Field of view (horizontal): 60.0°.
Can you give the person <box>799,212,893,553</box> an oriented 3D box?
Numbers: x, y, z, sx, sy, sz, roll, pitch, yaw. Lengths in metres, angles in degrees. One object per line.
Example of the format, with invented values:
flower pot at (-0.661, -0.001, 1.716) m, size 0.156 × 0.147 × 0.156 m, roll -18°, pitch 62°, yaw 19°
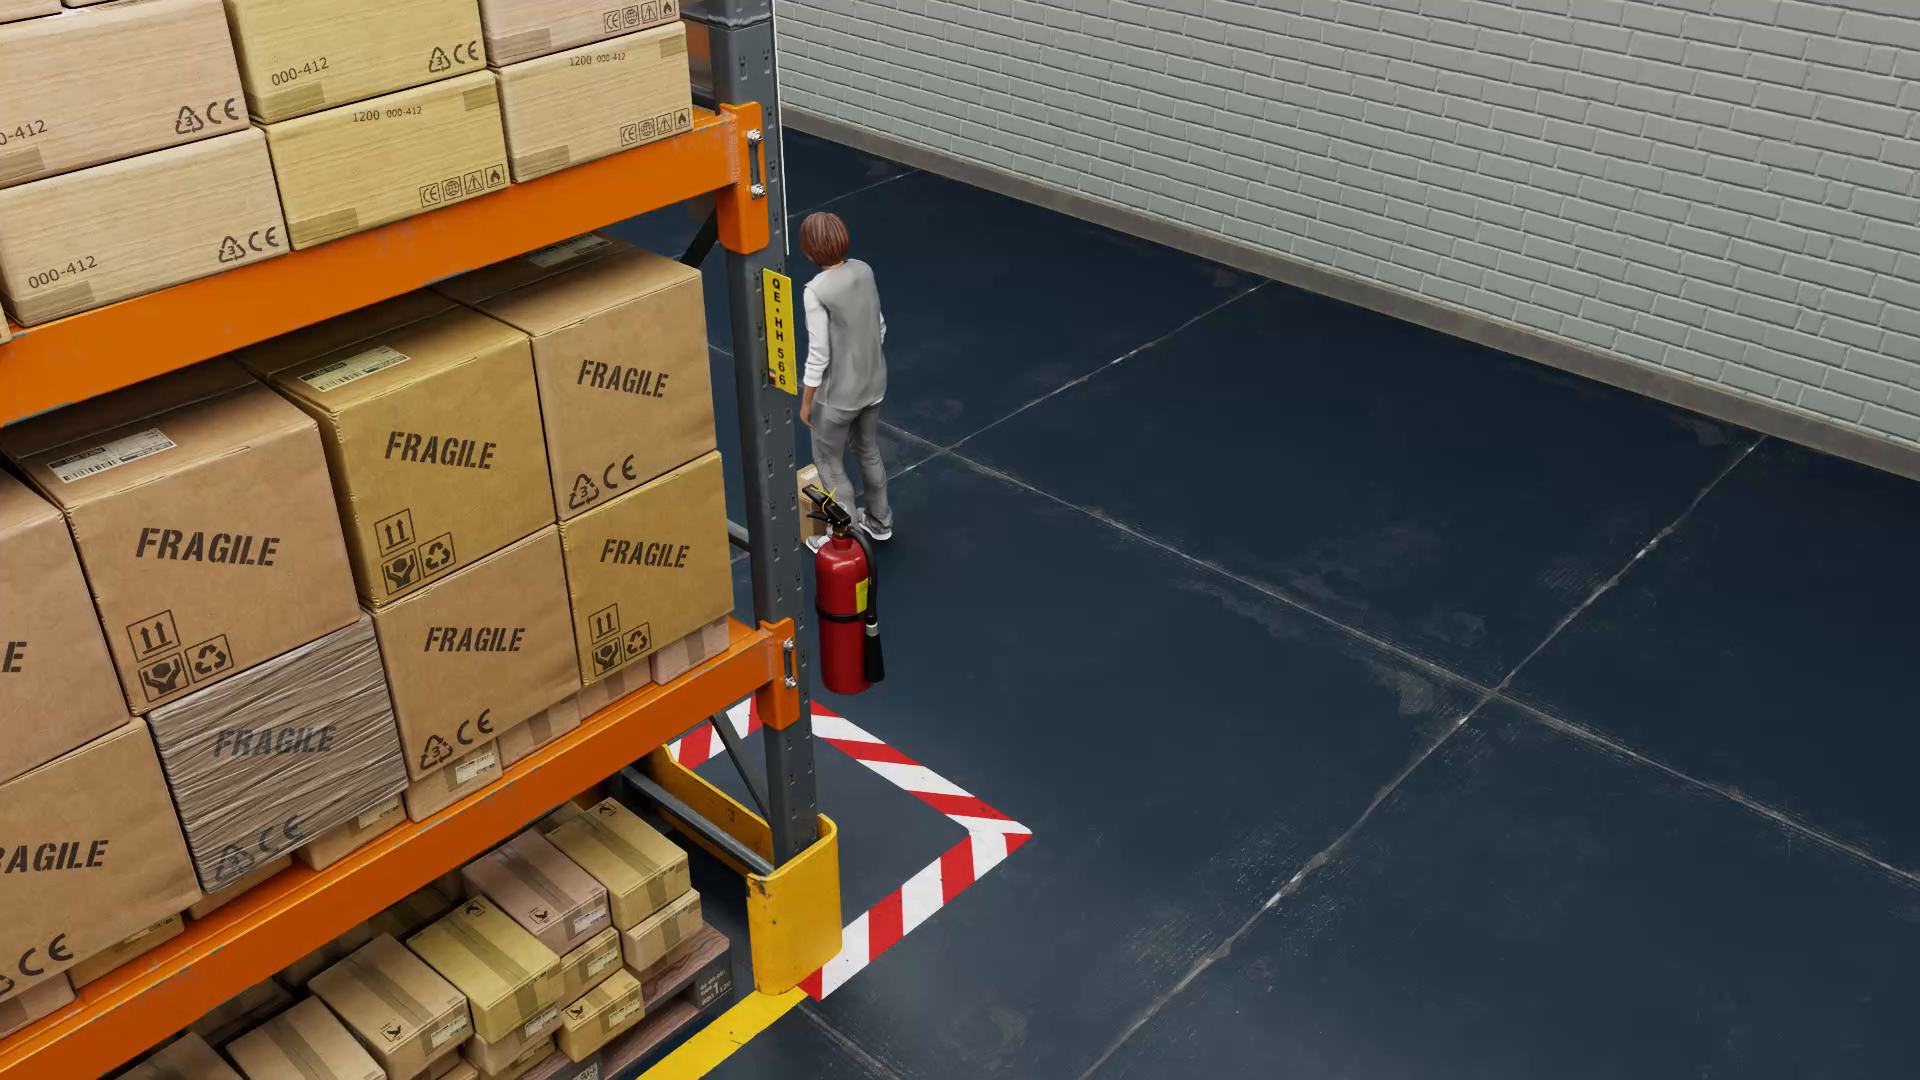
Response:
person at (-0.497, -0.647, 7.190) m, size 0.341 × 1.594 × 0.485 m, roll 23°, pitch 39°, yaw 32°
